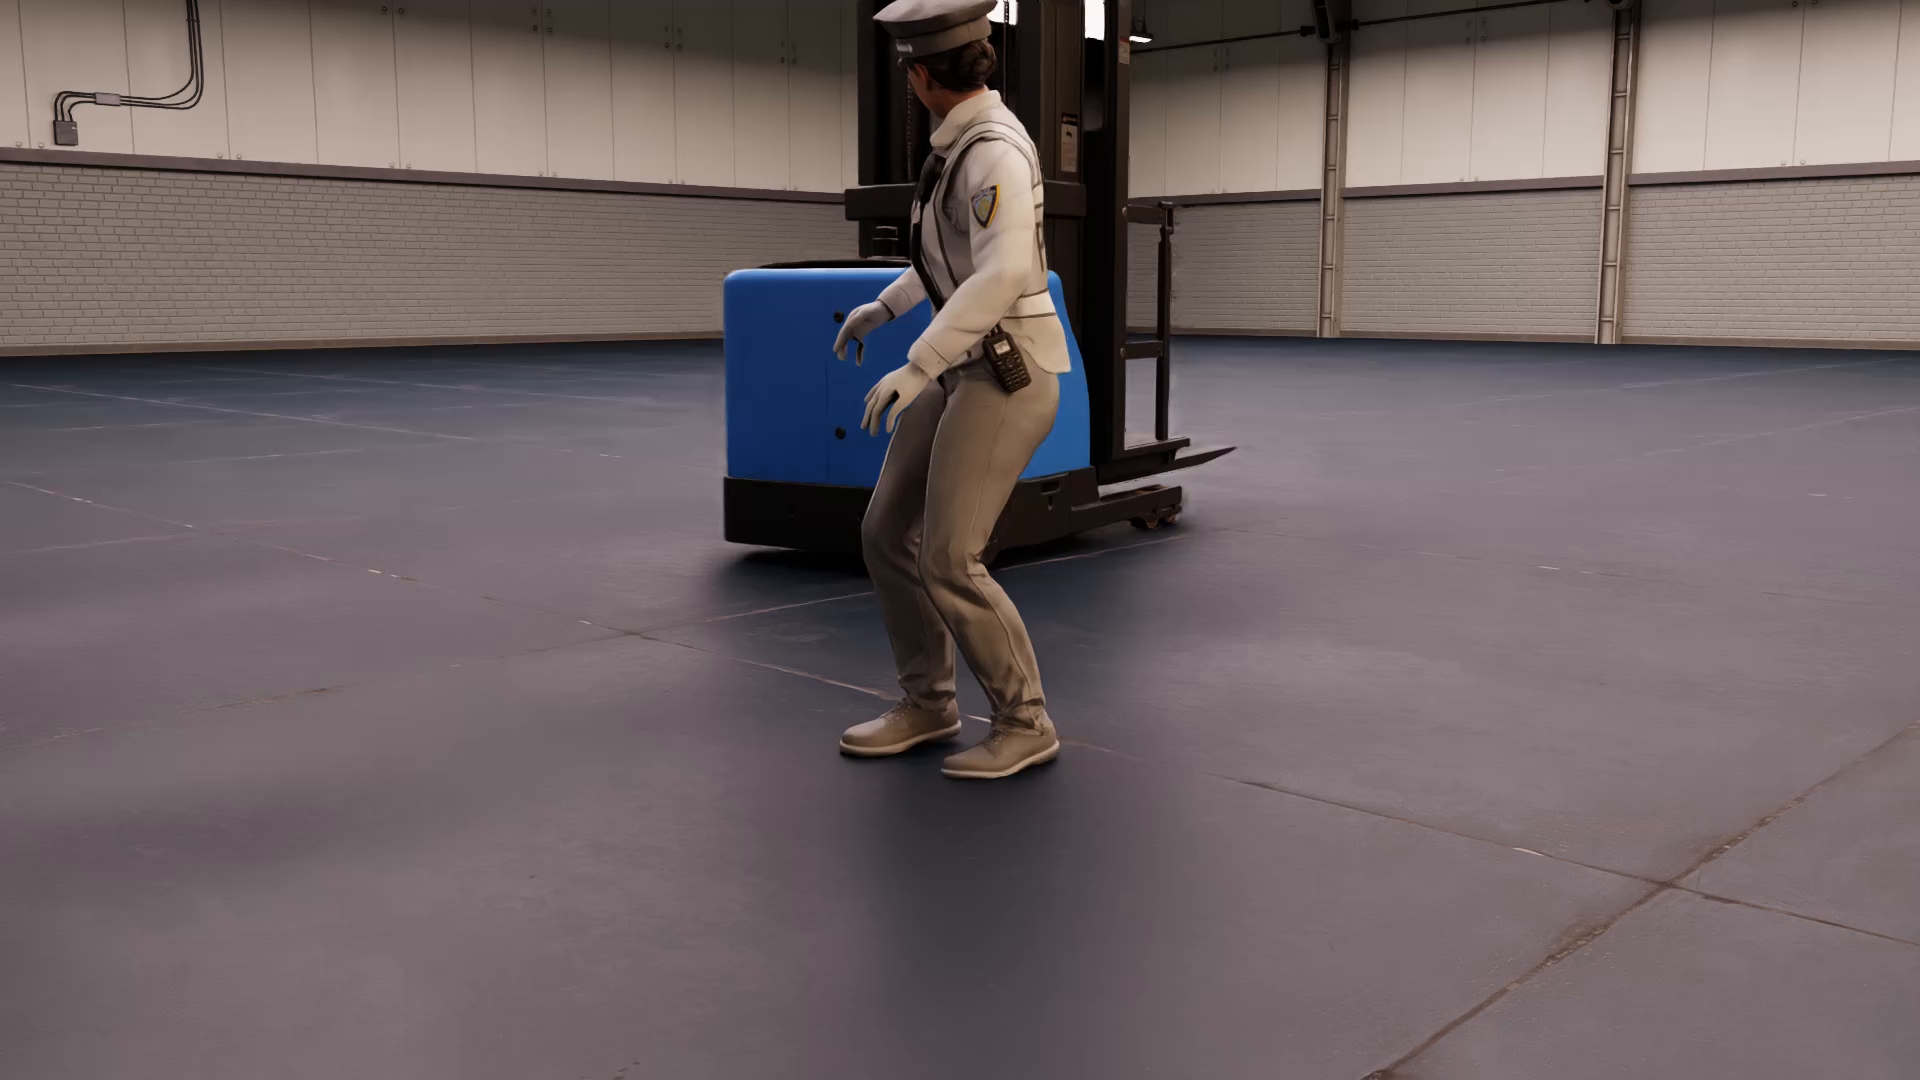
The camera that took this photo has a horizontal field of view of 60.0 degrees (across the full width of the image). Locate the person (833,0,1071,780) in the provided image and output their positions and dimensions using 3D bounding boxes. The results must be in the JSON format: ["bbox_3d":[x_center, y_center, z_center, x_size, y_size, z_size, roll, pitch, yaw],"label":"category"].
[{"bbox_3d":[-0.012,-0.317,3.483,0.505,1.627,0.727,-2,9,-14],"label":"person"}]

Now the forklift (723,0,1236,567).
[{"bbox_3d":[0.308,-1.528,7.024,1.130,2.935,3.031,5,10,31],"label":"forklift"}]
